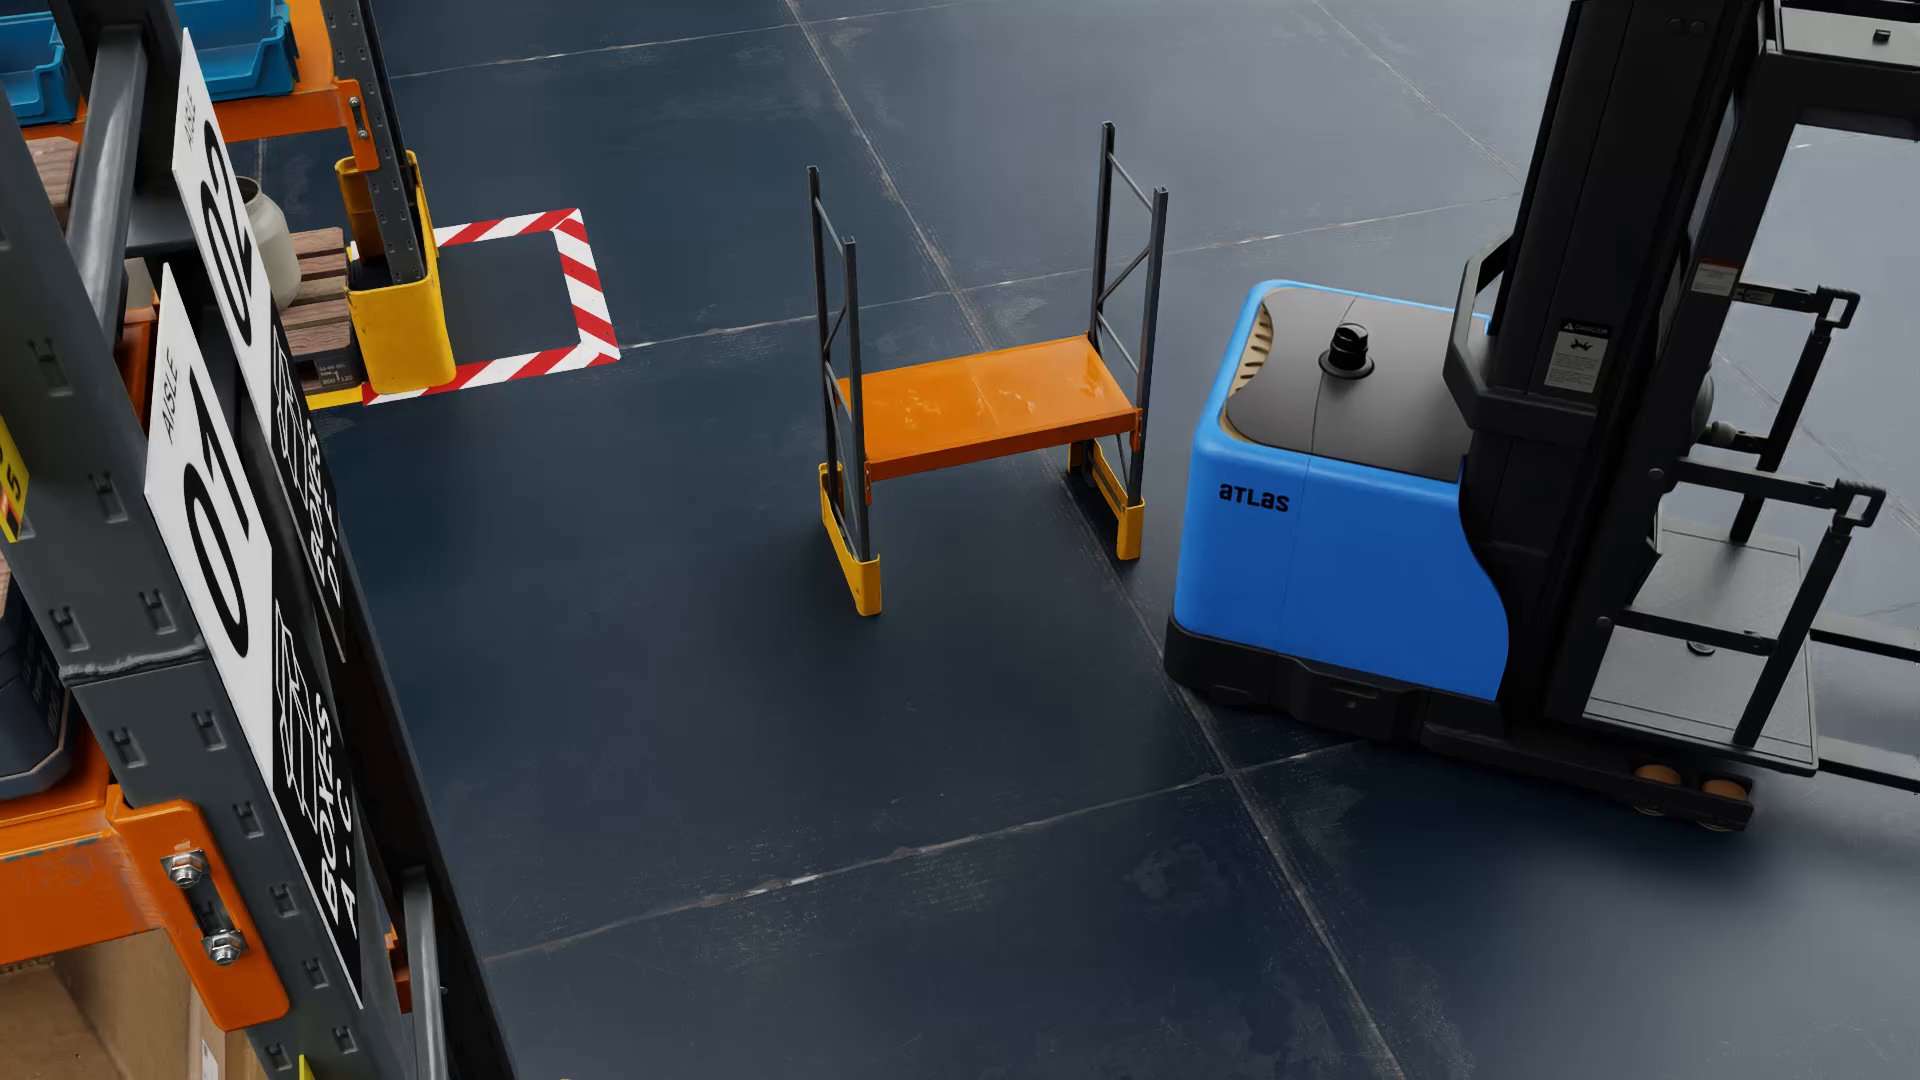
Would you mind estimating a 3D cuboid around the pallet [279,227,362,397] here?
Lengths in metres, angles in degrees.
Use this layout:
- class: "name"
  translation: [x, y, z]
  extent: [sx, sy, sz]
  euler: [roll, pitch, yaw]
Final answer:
- class: "pallet"
  translation: [-3.235, -0.917, 7.139]
  extent: [1.213, 0.211, 1.003]
  euler: [-12, 42, -13]

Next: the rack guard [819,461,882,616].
- class: "rack guard"
  translation: [-0.402, -0.011, 6.072]
  extent: [0.087, 0.250, 0.587]
  euler: [-12, 42, -13]

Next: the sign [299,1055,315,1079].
- class: "sign"
  translation: [-0.766, 0.758, 2.042]
  extent: [0.005, 0.325, 0.100]
  euler: [-12, 42, -13]

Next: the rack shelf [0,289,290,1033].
- class: "rack shelf"
  translation: [-2.823, 0.477, 1.691]
  extent: [4.000, 0.370, 1.077]
  euler: [-12, 42, -13]

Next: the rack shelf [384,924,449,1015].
- class: "rack shelf"
  translation: [-2.823, 1.606, 2.678]
  extent: [4.000, 0.370, 1.077]
  euler: [-12, 42, -13]

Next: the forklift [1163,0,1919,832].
- class: "forklift"
  translation: [2.265, -0.588, 4.695]
  extent: [3.031, 2.935, 1.130]
  euler: [12, 43, 14]

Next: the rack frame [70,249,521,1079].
- class: "rack frame"
  translation: [-0.915, 0.940, 2.894]
  extent: [0.127, 3.000, 1.000]
  euler: [-12, 42, -13]

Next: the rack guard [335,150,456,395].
- class: "rack guard"
  translation: [-2.458, -1.183, 7.224]
  extent: [0.348, 0.500, 1.175]
  euler: [-12, 42, -13]

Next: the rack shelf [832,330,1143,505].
- class: "rack shelf"
  translation: [0.081, -0.446, 5.894]
  extent: [1.000, 0.185, 0.538]
  euler: [-12, 42, -13]

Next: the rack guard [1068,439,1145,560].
- class: "rack guard"
  translation: [0.548, -0.208, 6.298]
  extent: [0.087, 0.250, 0.587]
  euler: [-12, 42, -13]

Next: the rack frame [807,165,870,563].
- class: "rack frame"
  translation: [-0.404, -0.481, 5.661]
  extent: [0.032, 1.500, 0.500]
  euler: [-12, 42, -13]

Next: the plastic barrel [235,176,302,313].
- class: "plastic barrel"
  translation: [-3.005, -1.212, 6.929]
  extent: [0.421, 0.512, 0.421]
  euler: [0, 41, 0]

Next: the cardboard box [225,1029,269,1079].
- class: "cardboard box"
  translation: [-1.365, 0.987, 2.765]
  extent: [0.500, 0.500, 0.700]
  euler: [-12, 42, -13]

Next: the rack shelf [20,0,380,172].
- class: "rack shelf"
  translation: [-4.307, -1.503, 6.237]
  extent: [4.000, 0.370, 1.077]
  euler: [-12, 42, -13]

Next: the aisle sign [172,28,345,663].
- class: "aisle sign"
  translation: [-0.945, -0.244, 2.273]
  extent: [0.004, 0.787, 0.394]
  euler: [-12, 42, -13]

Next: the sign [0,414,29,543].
- class: "sign"
  translation: [-0.766, -0.150, 1.249]
  extent: [0.005, 0.325, 0.100]
  euler: [-12, 42, -13]

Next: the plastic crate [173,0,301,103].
- class: "plastic crate"
  translation: [-2.787, -1.826, 6.173]
  extent: [0.616, 0.251, 0.499]
  euler: [-12, 42, -13]

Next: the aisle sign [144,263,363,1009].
- class: "aisle sign"
  translation: [-0.765, 0.133, 1.842]
  extent: [0.004, 0.787, 0.394]
  euler: [-12, 42, -13]

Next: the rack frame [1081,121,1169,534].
- class: "rack frame"
  translation: [0.566, -0.682, 5.891]
  extent: [0.032, 1.500, 0.500]
  euler: [-12, 42, -13]

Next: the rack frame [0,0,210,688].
- class: "rack frame"
  translation: [-0.915, -1.319, 0.920]
  extent: [0.127, 3.000, 1.000]
  euler: [-12, 42, -13]

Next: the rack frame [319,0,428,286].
- class: "rack frame"
  translation: [-2.400, -2.169, 6.453]
  extent: [0.127, 3.000, 1.000]
  euler: [-12, 42, -13]

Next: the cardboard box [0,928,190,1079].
- class: "cardboard box"
  translation: [-1.415, 0.509, 2.326]
  extent: [0.500, 0.500, 0.700]
  euler: [-12, 42, -13]

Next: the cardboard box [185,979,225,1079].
- class: "cardboard box"
  translation: [-1.223, 0.853, 2.424]
  extent: [0.250, 0.149, 0.380]
  euler: [-12, 43, -14]

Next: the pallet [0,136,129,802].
- class: "pallet"
  translation: [-1.598, -0.033, 1.795]
  extent: [1.213, 0.211, 1.003]
  euler: [-12, 42, -13]

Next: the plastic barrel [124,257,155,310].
- class: "plastic barrel"
  translation: [-3.483, -1.113, 6.816]
  extent: [0.421, 0.512, 0.421]
  euler: [0, 41, 0]

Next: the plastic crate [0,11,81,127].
- class: "plastic crate"
  translation: [-3.408, -1.701, 6.031]
  extent: [0.408, 0.251, 0.499]
  euler: [-12, 42, -13]

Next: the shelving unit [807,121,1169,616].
- class: "shelving unit"
  translation: [0.073, -0.580, 5.774]
  extent: [1.083, 1.500, 0.587]
  euler: [-12, 42, -13]
